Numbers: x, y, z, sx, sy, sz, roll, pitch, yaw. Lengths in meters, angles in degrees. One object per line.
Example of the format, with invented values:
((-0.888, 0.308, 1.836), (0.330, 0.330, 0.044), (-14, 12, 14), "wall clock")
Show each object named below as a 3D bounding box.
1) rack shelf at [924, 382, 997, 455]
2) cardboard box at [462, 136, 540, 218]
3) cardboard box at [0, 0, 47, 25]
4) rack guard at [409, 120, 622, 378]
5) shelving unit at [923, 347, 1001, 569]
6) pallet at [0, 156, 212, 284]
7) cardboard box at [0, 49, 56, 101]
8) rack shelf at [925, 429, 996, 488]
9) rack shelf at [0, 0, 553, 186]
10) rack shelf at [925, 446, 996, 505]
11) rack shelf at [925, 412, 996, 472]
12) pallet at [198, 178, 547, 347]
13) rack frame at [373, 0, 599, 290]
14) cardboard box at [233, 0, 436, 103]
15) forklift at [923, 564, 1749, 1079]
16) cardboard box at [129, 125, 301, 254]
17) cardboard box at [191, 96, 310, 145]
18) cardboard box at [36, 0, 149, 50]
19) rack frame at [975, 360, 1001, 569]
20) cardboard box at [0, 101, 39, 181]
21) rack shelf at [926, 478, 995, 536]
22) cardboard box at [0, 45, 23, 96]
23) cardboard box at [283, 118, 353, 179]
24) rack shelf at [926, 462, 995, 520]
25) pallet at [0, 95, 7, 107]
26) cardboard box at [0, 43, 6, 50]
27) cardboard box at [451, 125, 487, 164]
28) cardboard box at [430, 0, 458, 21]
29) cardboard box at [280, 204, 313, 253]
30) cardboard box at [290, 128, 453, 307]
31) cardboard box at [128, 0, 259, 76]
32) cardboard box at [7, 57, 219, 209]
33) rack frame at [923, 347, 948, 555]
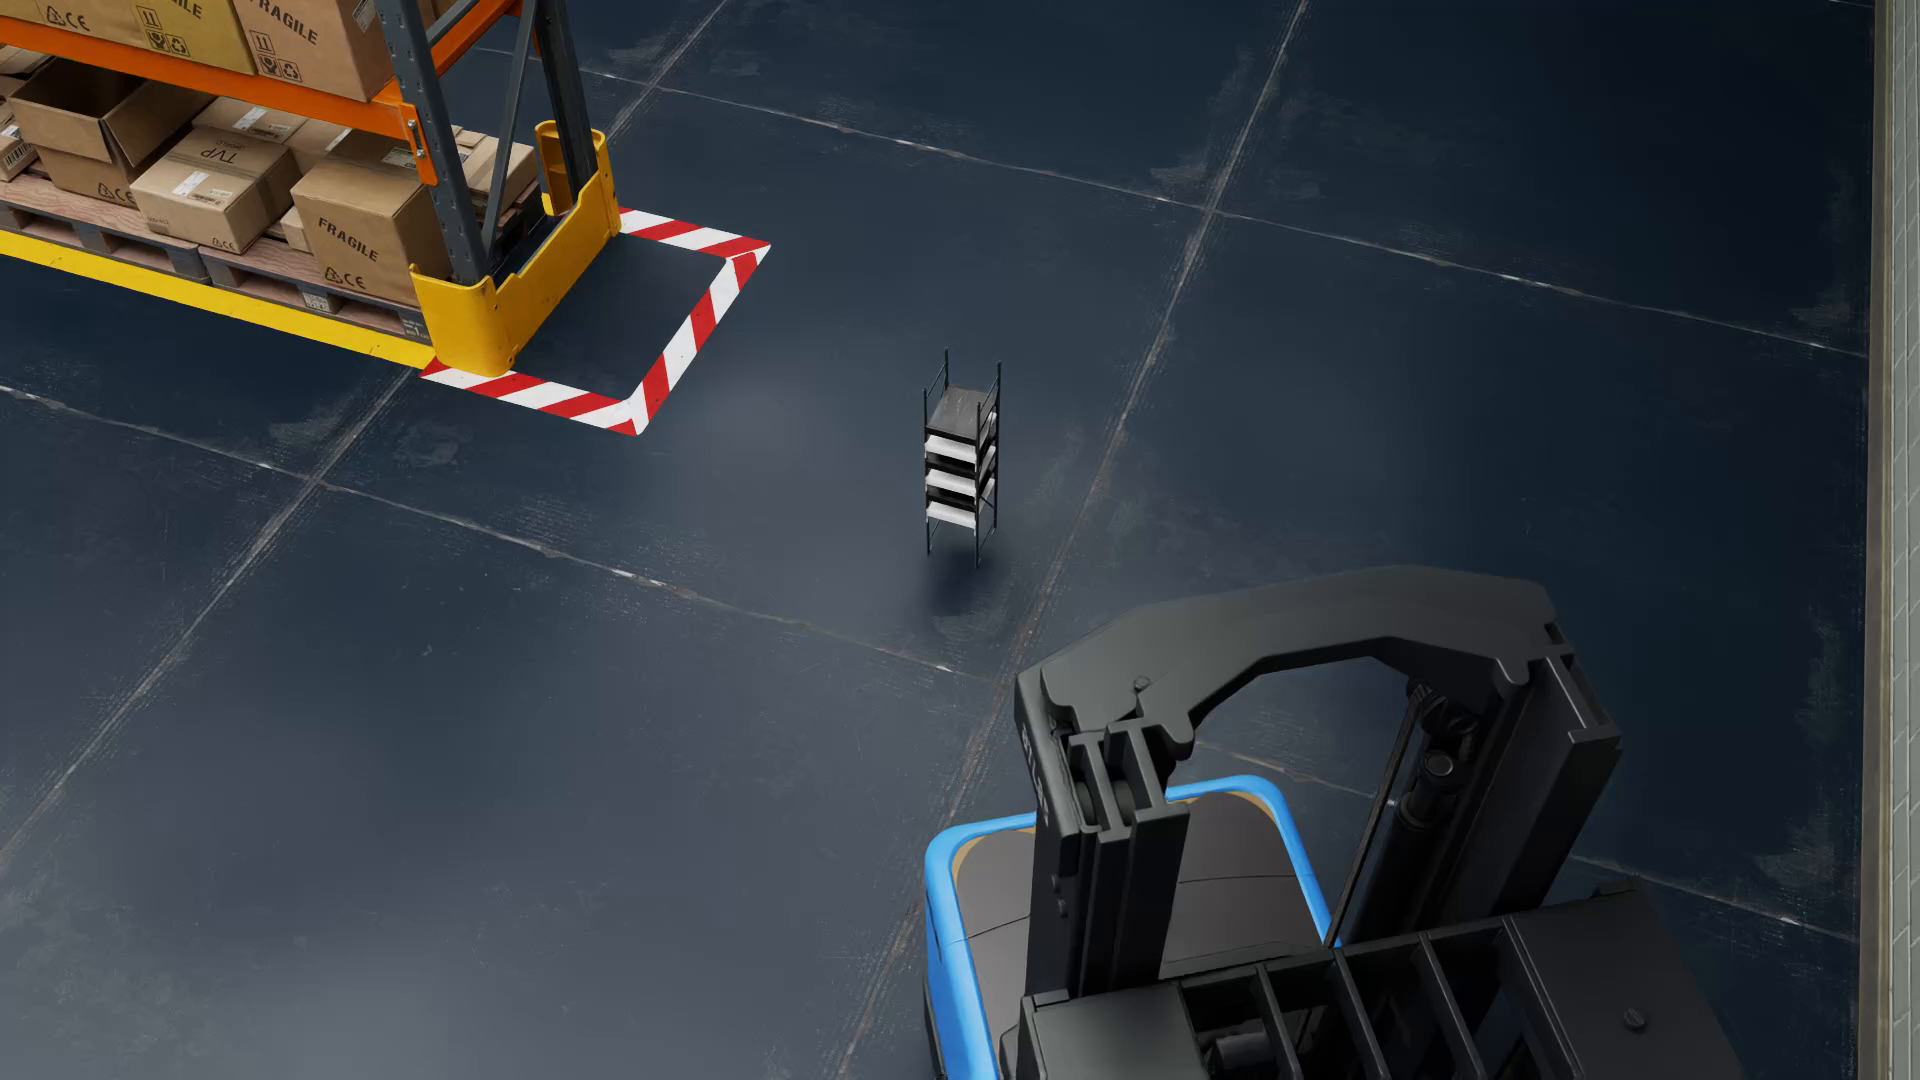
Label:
((0.008, -0.448, 6.096), (0.200, 0.077, 0.258), (16, 51, 13), "rack shelf")
((-2.156, -1.677, 7.680), (0.250, 0.149, 0.380), (16, 51, 13), "cardboard box")
((-3.823, -2.470, 6.706), (0.500, 0.500, 0.500), (15, 51, 13), "cardboard box")
((-1.953, -1.314, 7.425), (0.348, 0.500, 1.175), (16, 51, 13), "rack guard")
((0.008, -0.293, 6.275), (0.210, 0.900, 0.258), (16, 51, 13), "shelving unit")
((-3.842, -1.748, 7.992), (1.213, 0.211, 1.003), (16, 51, 13), "pallet")
((-4.298, -2.279, 8.095), (0.500, 0.311, 0.500), (16, 51, 13), "cardboard box")
((0.008, -0.330, 6.232), (0.200, 0.077, 0.258), (16, 51, 13), "rack shelf")
((-3.758, -2.401, 7.189), (4.000, 0.370, 1.077), (16, 51, 13), "rack shelf")
((0.008, -0.271, 6.300), (0.200, 0.077, 0.258), (16, 51, 13), "rack shelf")
((0.008, -0.389, 6.164), (0.200, 0.077, 0.258), (16, 51, 13), "rack shelf")
((-2.701, -1.427, 7.714), (1.213, 0.211, 1.003), (16, 51, 13), "pallet")
((-1.882, -2.113, 6.463), (0.127, 3.000, 1.000), (16, 51, 13), "rack frame")
((-2.396, -2.070, 6.359), (0.500, 0.500, 0.500), (17, 51, 14), "cardboard box")
((0.690, 1.554, 3.330), (1.130, 2.935, 3.031), (-9, 50, -8), "forklift")
((-3.358, -1.594, 7.542), (0.500, 0.250, 0.500), (16, 51, 13), "cardboard box")
((-3.232, -1.962, 7.860), (0.500, 0.250, 0.500), (16, 51, 13), "cardboard box")
((-3.350, -2.338, 6.592), (0.500, 0.500, 0.500), (16, 51, 13), "cardboard box")
((0.103, -0.266, 6.252), (0.006, 0.900, 0.240), (16, 51, 13), "rack frame")
((-4.500, -1.894, 7.857), (0.250, 0.166, 0.380), (16, 51, 13), "cardboard box")
((0.008, -0.153, 6.436), (0.200, 0.077, 0.258), (16, 51, 13), "rack shelf")
((-4.629, -2.367, 8.278), (0.250, 0.149, 0.380), (16, 51, 13), "cardboard box")
((-2.763, -1.831, 7.747), (0.500, 0.250, 0.500), (16, 51, 13), "cardboard box")
((0.008, -0.212, 6.368), (0.200, 0.077, 0.258), (16, 51, 13), "rack shelf")
((-4.990, -2.066, 8.268), (1.213, 0.211, 1.003), (16, 51, 13), "pallet")
((-5.001, -2.538, 8.194), (0.500, 0.500, 0.500), (16, 51, 13), "cardboard box")
((-2.390, -1.748, 7.730), (0.250, 0.166, 0.380), (16, 51, 13), "cardboard box")
((-2.207, -2.449, 6.688), (0.500, 0.500, 0.500), (17, 51, 14), "cardboard box")
((-2.826, -1.467, 7.487), (0.250, 0.166, 0.380), (16, 51, 13), "cardboard box")
((-2.477, -1.406, 7.213), (0.500, 0.500, 0.500), (16, 51, 13), "cardboard box")
((-2.884, -2.203, 6.475), (0.500, 0.500, 0.500), (16, 51, 13), "cardboard box")
((-3.870, -1.998, 7.725), (0.637, 0.503, 0.797), (16, 51, 13), "cardboard box")
((-0.088, -0.319, 6.298), (0.006, 0.900, 0.240), (16, 51, 13), "rack frame")
